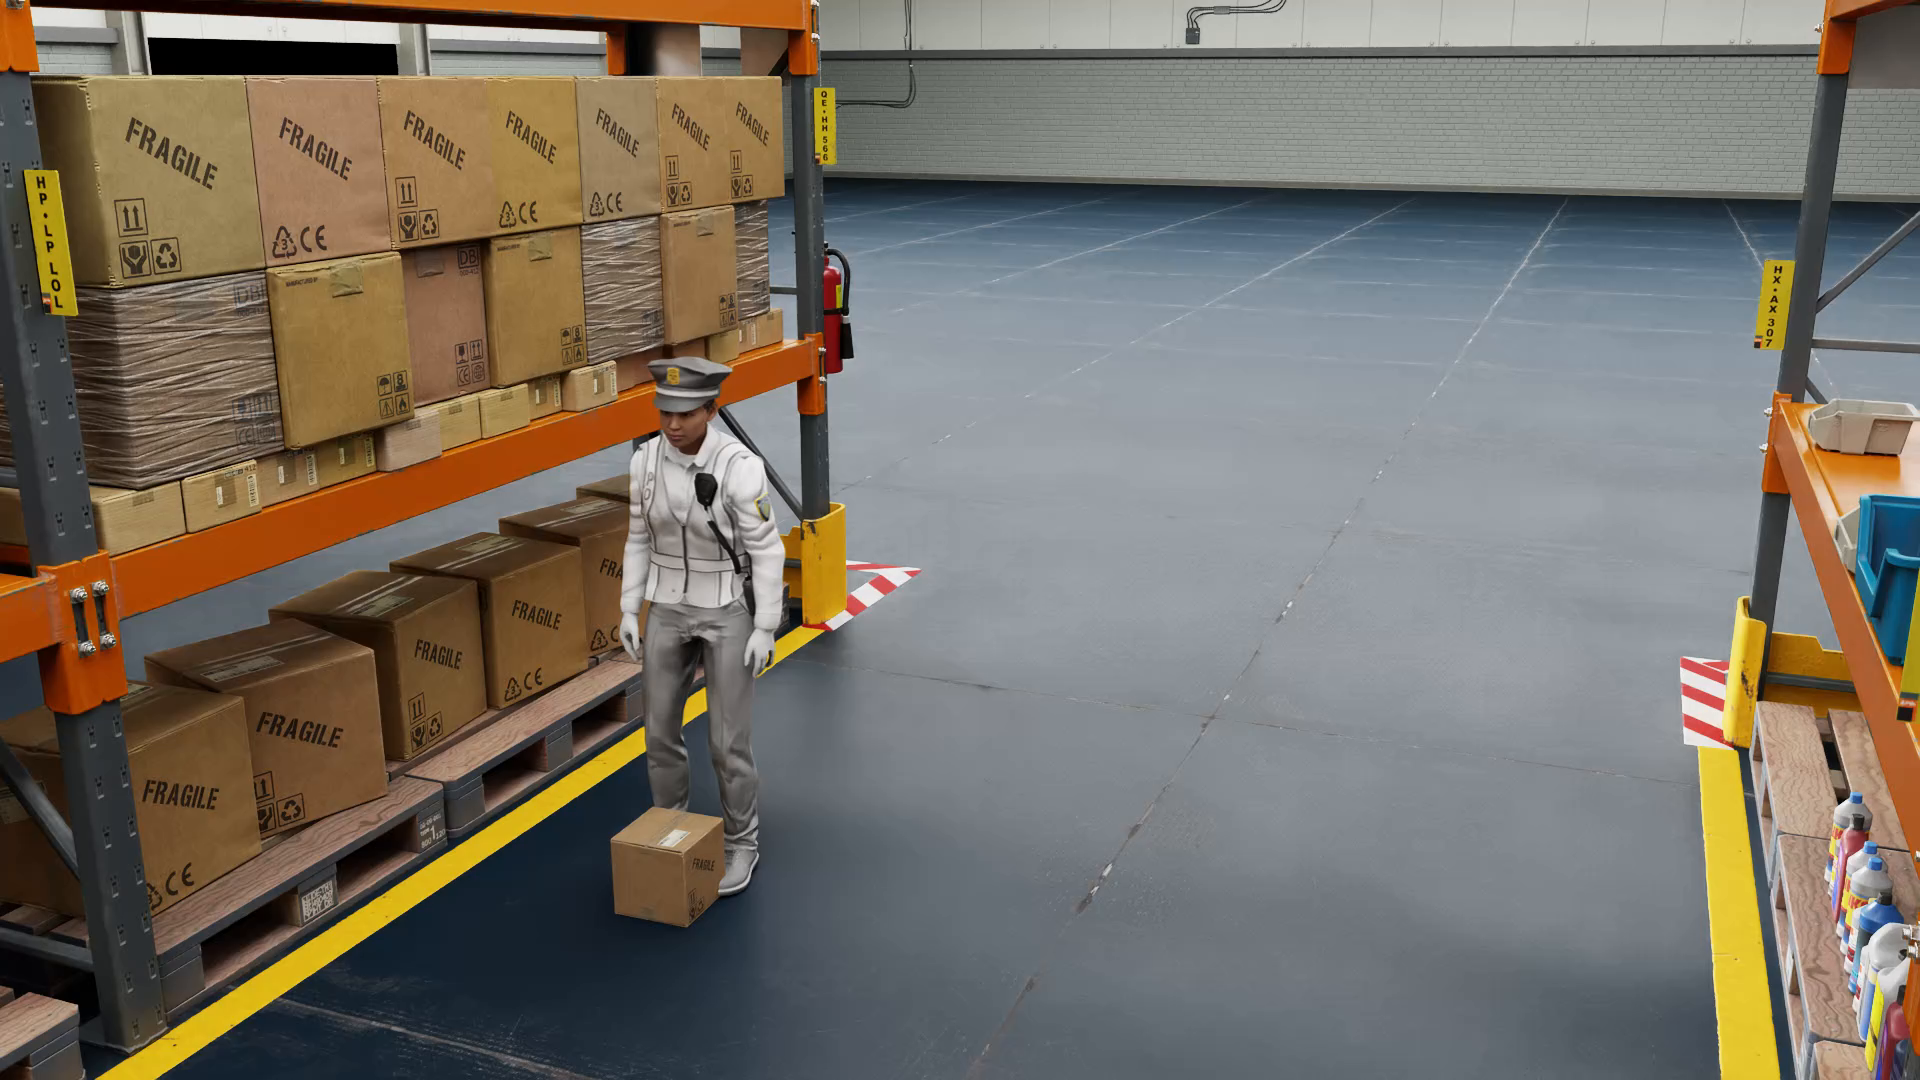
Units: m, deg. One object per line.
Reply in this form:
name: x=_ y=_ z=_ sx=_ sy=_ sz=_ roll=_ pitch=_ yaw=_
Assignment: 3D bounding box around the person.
person: x=-0.807 y=0.254 z=5.108 sx=0.525 sy=1.662 sz=0.374 roll=5 pitch=16 yaw=17
